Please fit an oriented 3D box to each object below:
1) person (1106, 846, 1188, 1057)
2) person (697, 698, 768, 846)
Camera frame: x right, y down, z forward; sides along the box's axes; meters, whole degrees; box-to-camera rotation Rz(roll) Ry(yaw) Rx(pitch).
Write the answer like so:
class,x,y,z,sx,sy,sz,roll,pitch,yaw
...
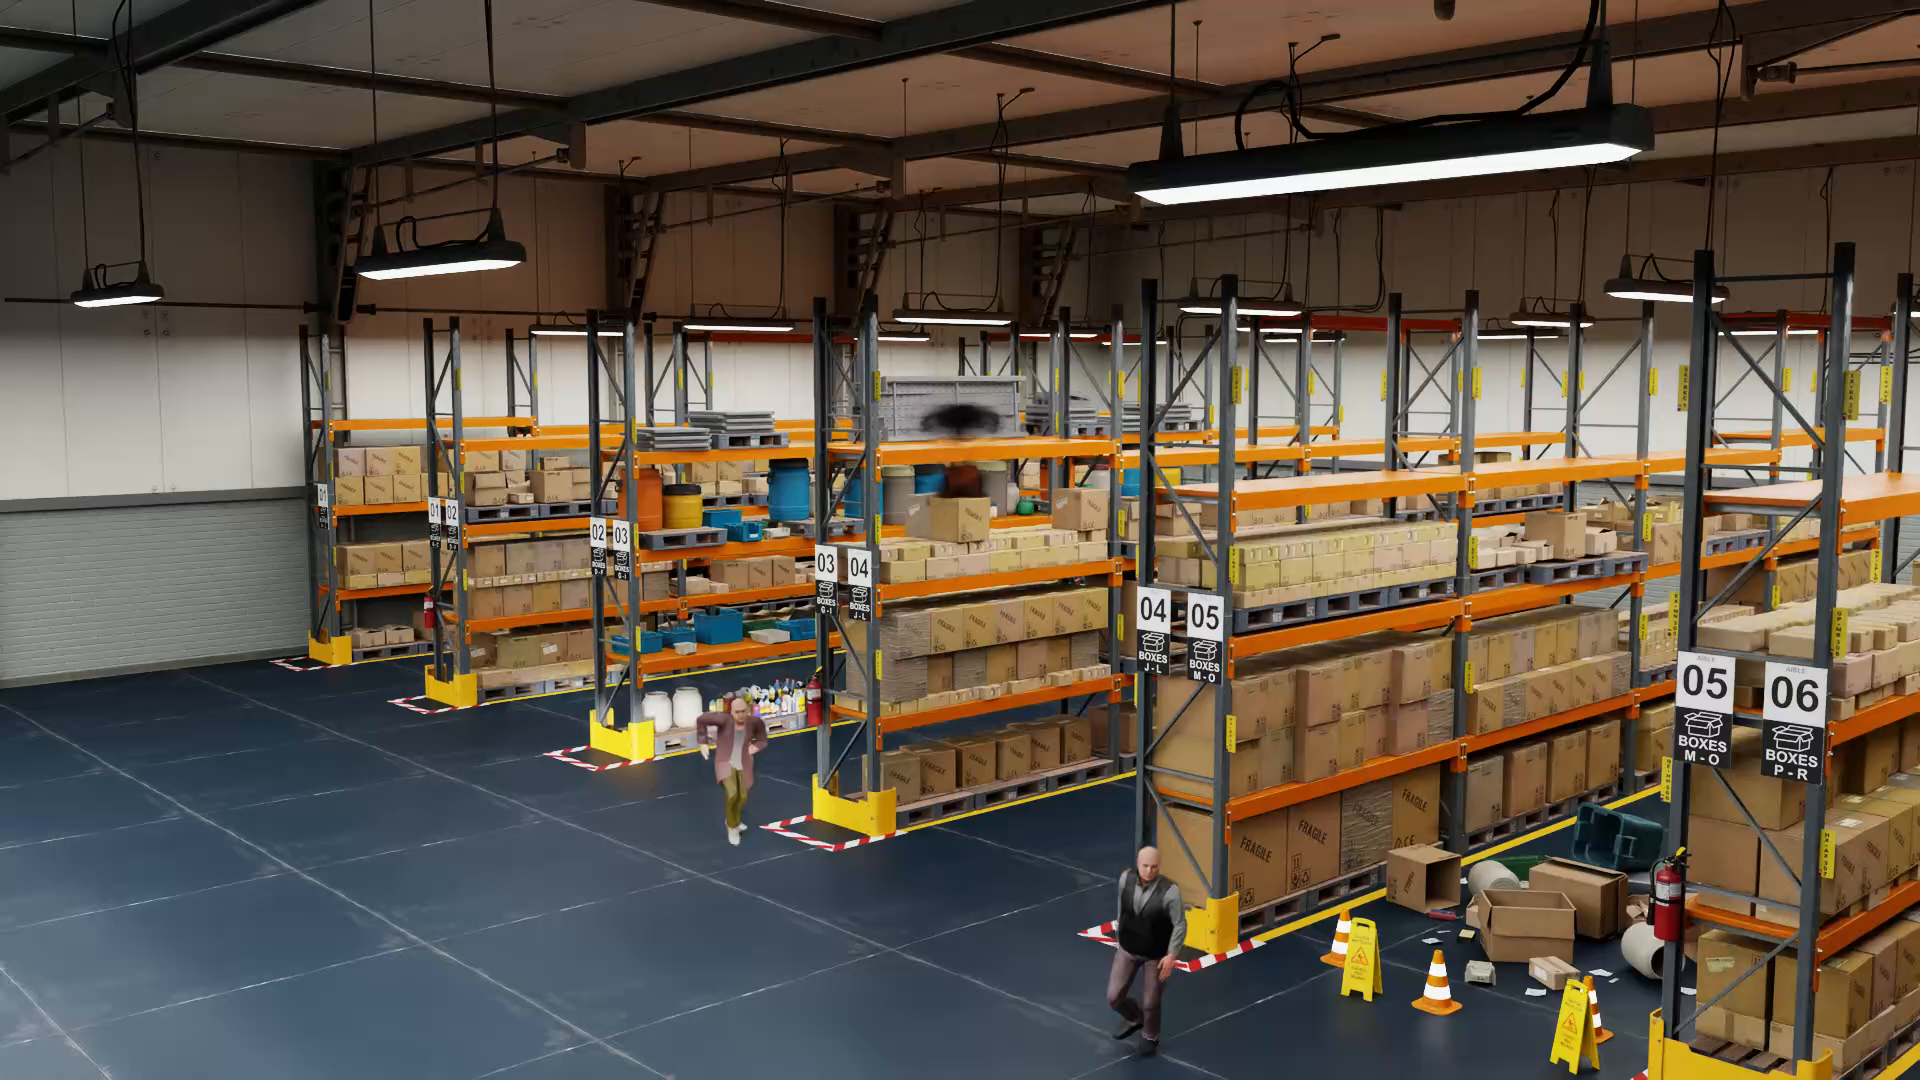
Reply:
class,x,y,z,sx,sy,sz,roll,pitch,yaw
person,1.407,3.045,12.437,0.657,1.605,0.654,3,6,26
person,-2.500,2.519,18.248,0.756,1.690,1.042,-2,6,-16
